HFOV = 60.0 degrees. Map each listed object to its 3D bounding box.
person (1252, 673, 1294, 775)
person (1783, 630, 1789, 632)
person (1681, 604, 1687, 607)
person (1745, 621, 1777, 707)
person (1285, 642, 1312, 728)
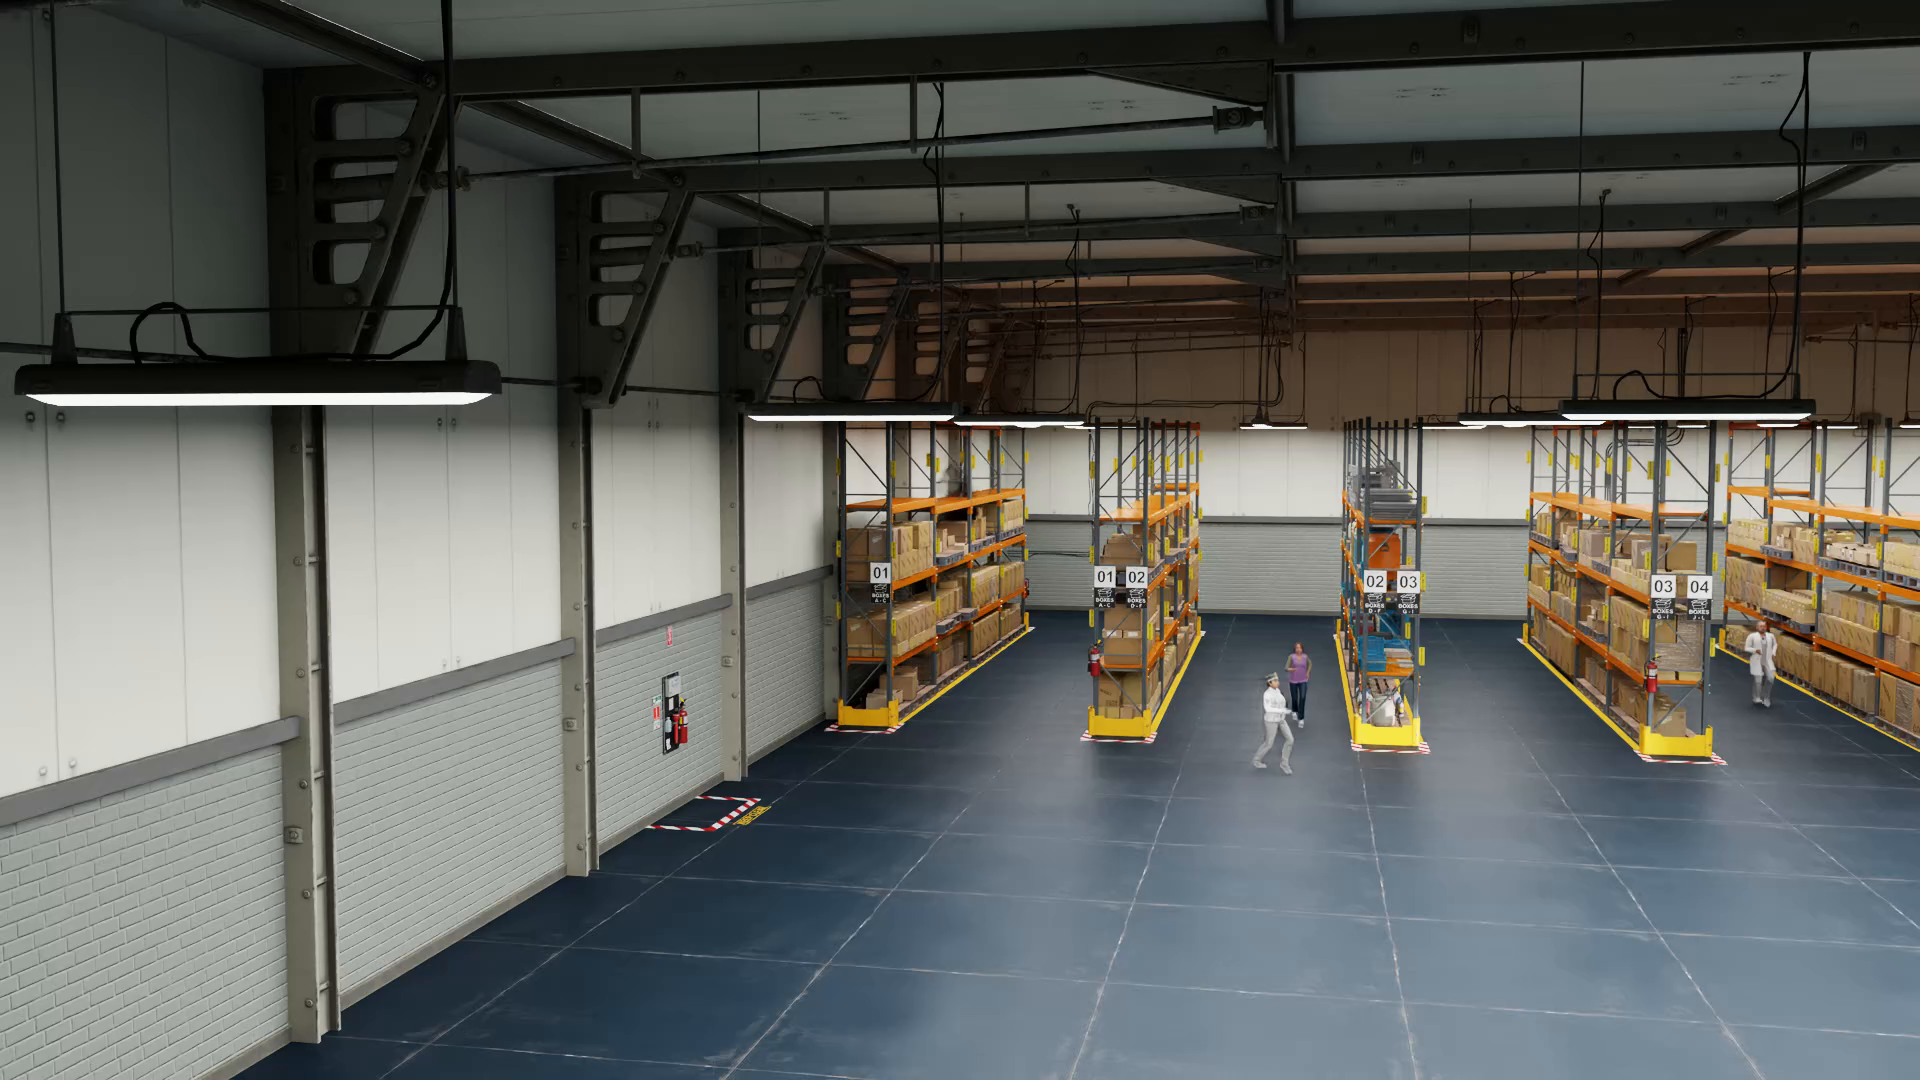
[{"bbox_3d":[5.288,3.081,28.001,0.739,1.730,0.619,4,5,45],"label":"person"},{"bbox_3d":[22.587,1.930,44.985,0.792,1.820,0.669,1,4,17],"label":"person"},{"bbox_3d":[19.203,2.017,44.787,0.574,1.621,0.811,-2,4,-24],"label":"person"},{"bbox_3d":[16.759,2.594,34.744,0.681,1.796,0.775,1,4,11],"label":"person"},{"bbox_3d":[6.601,2.794,32.442,0.532,1.612,0.799,1,4,8],"label":"person"}]
